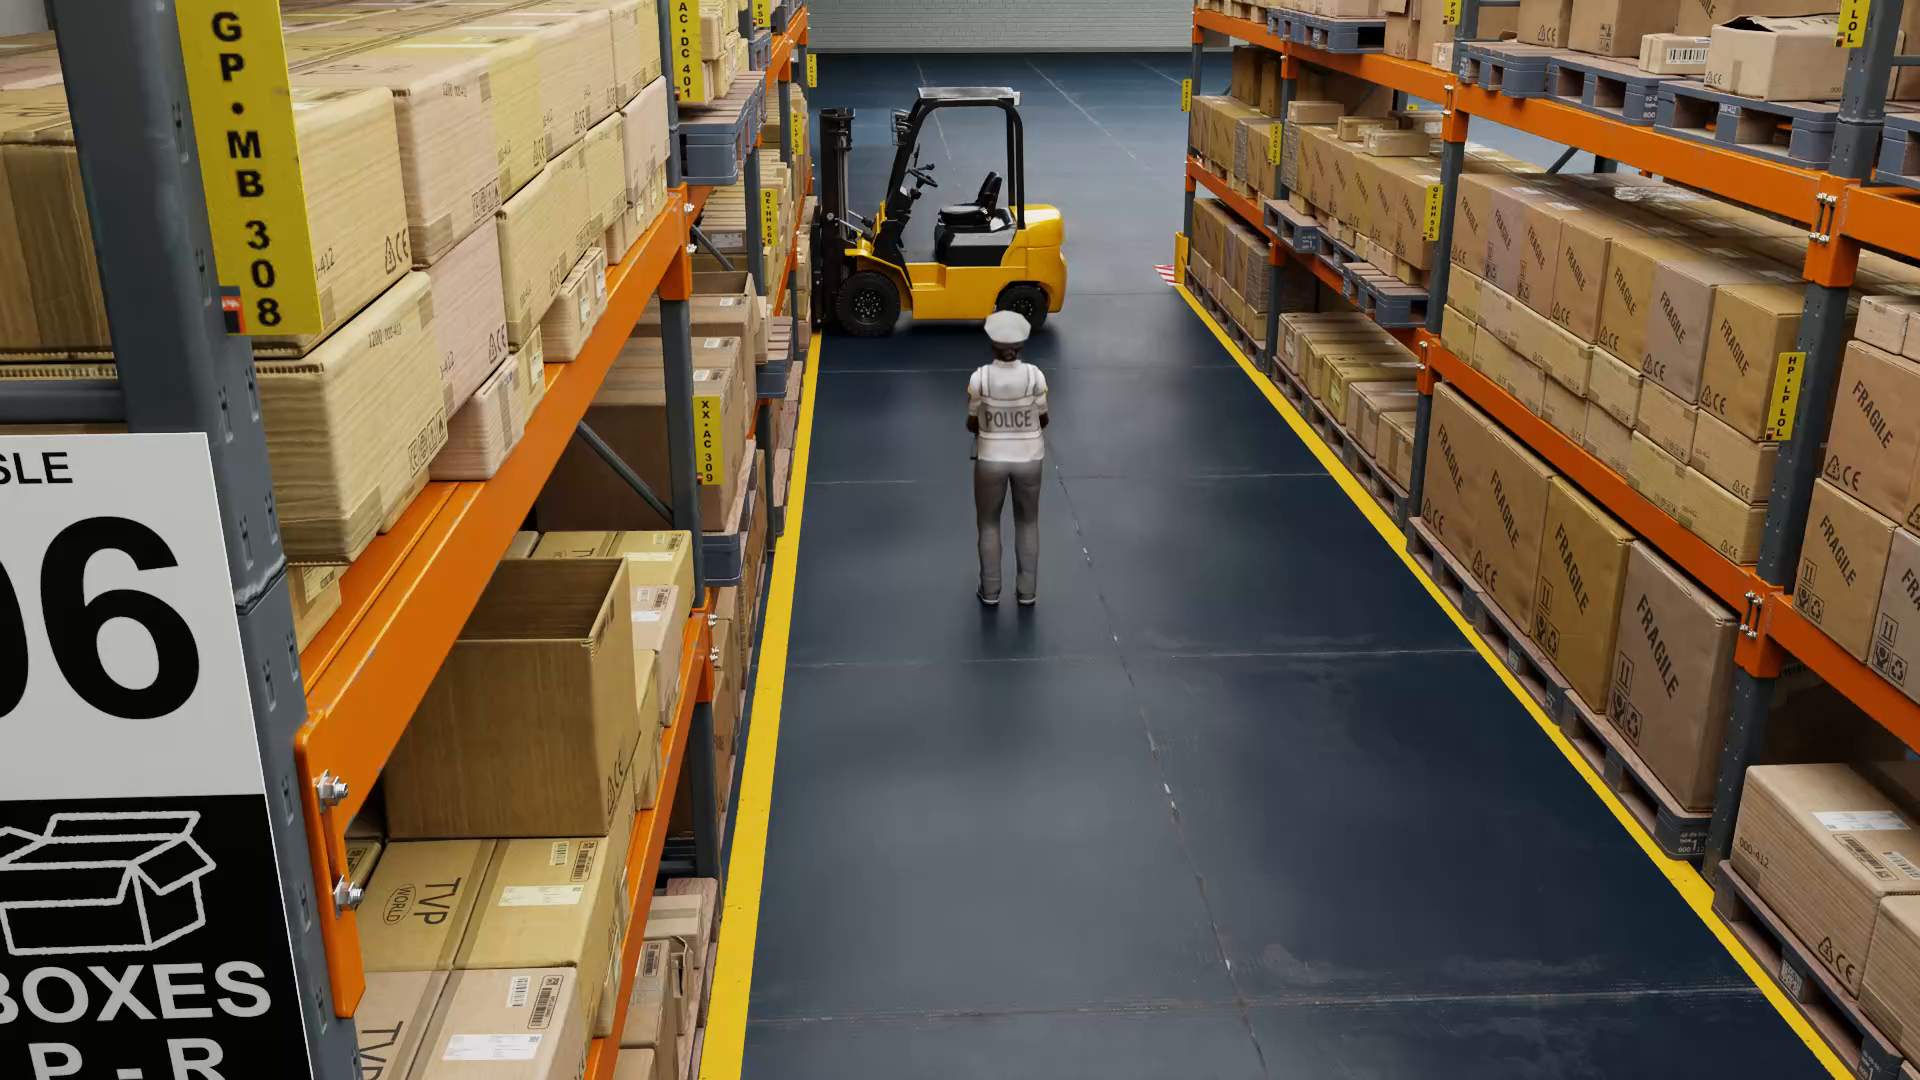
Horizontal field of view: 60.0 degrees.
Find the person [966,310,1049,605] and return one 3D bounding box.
[{"bbox_3d":[0.259,-0.460,9.260,0.455,1.691,0.525,-1,21,-3],"label":"person"}]
